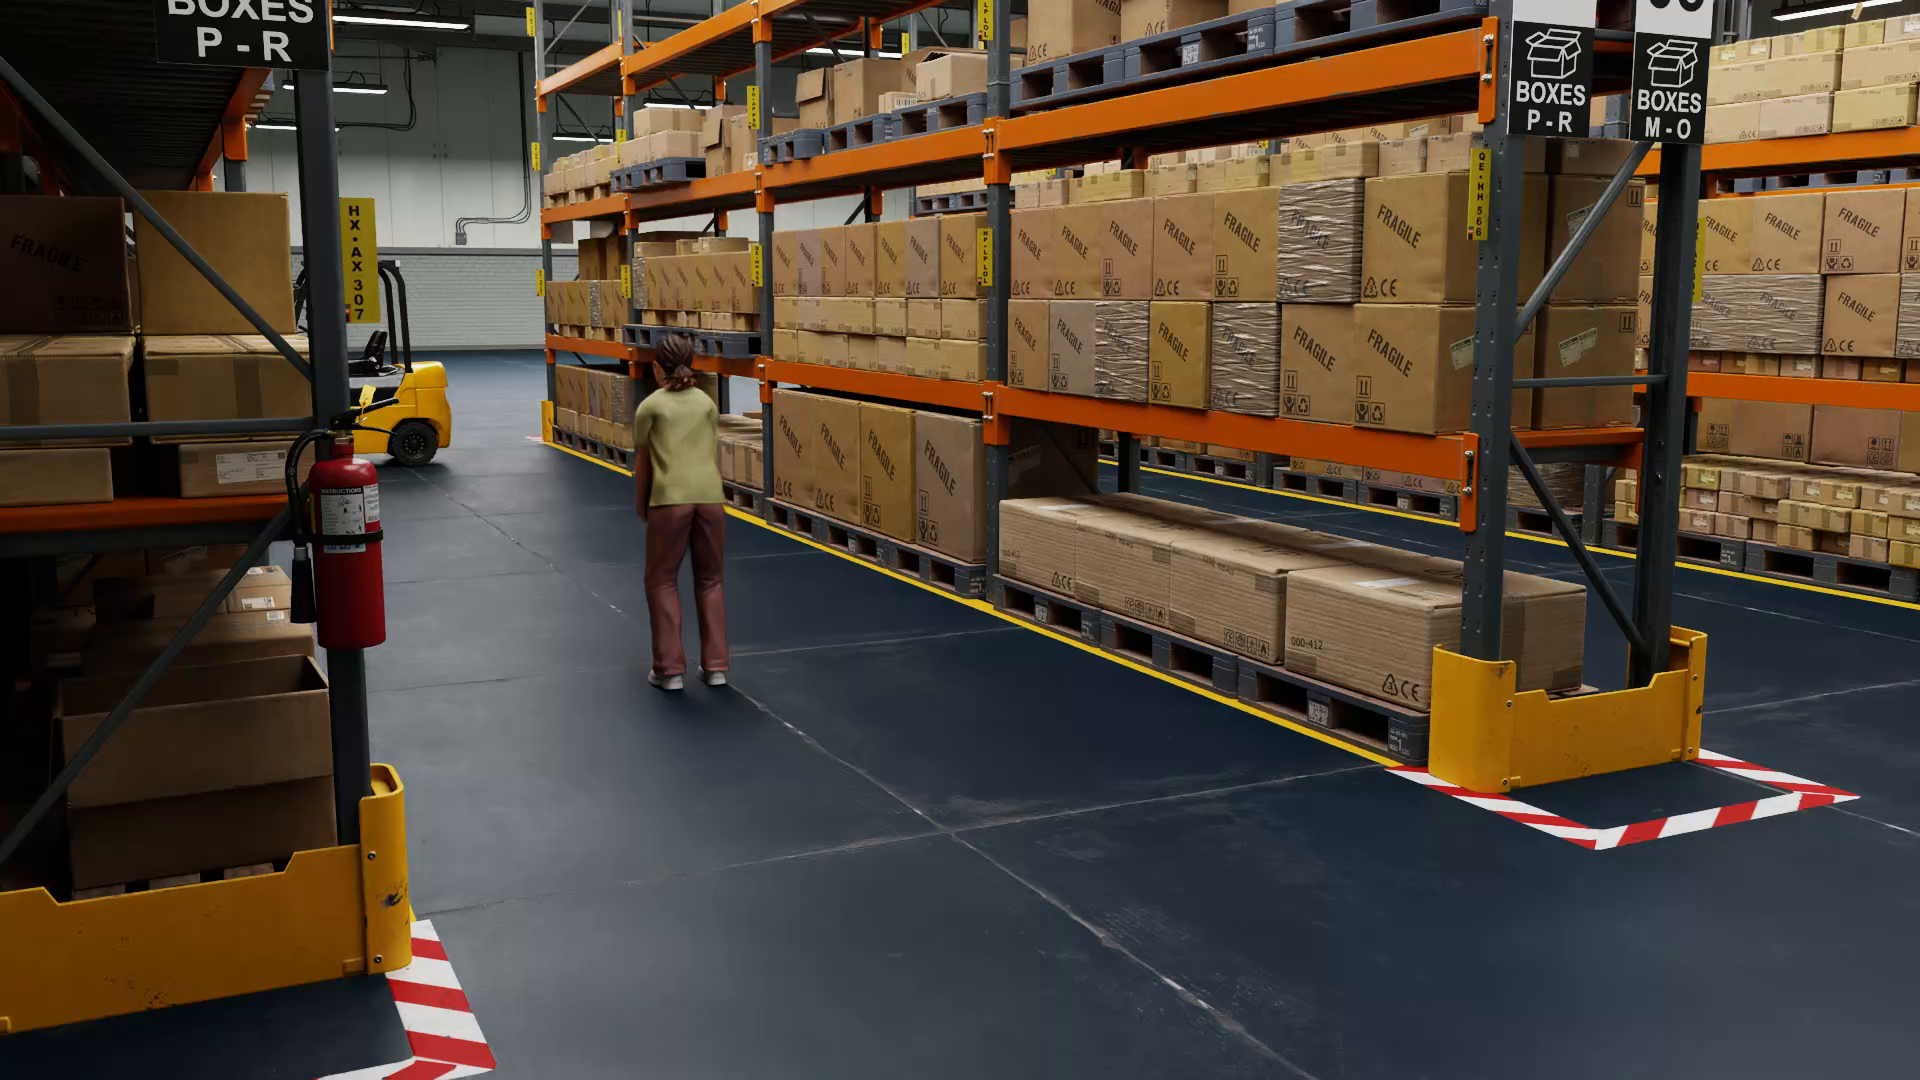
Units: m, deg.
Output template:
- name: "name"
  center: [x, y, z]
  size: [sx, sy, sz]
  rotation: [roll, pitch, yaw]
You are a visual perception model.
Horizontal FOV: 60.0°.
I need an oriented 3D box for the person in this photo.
- name: "person"
  center: [-1.334, -0.141, 7.866]
  size: [0.407, 1.656, 0.520]
  rotation: [-4, 10, -27]
